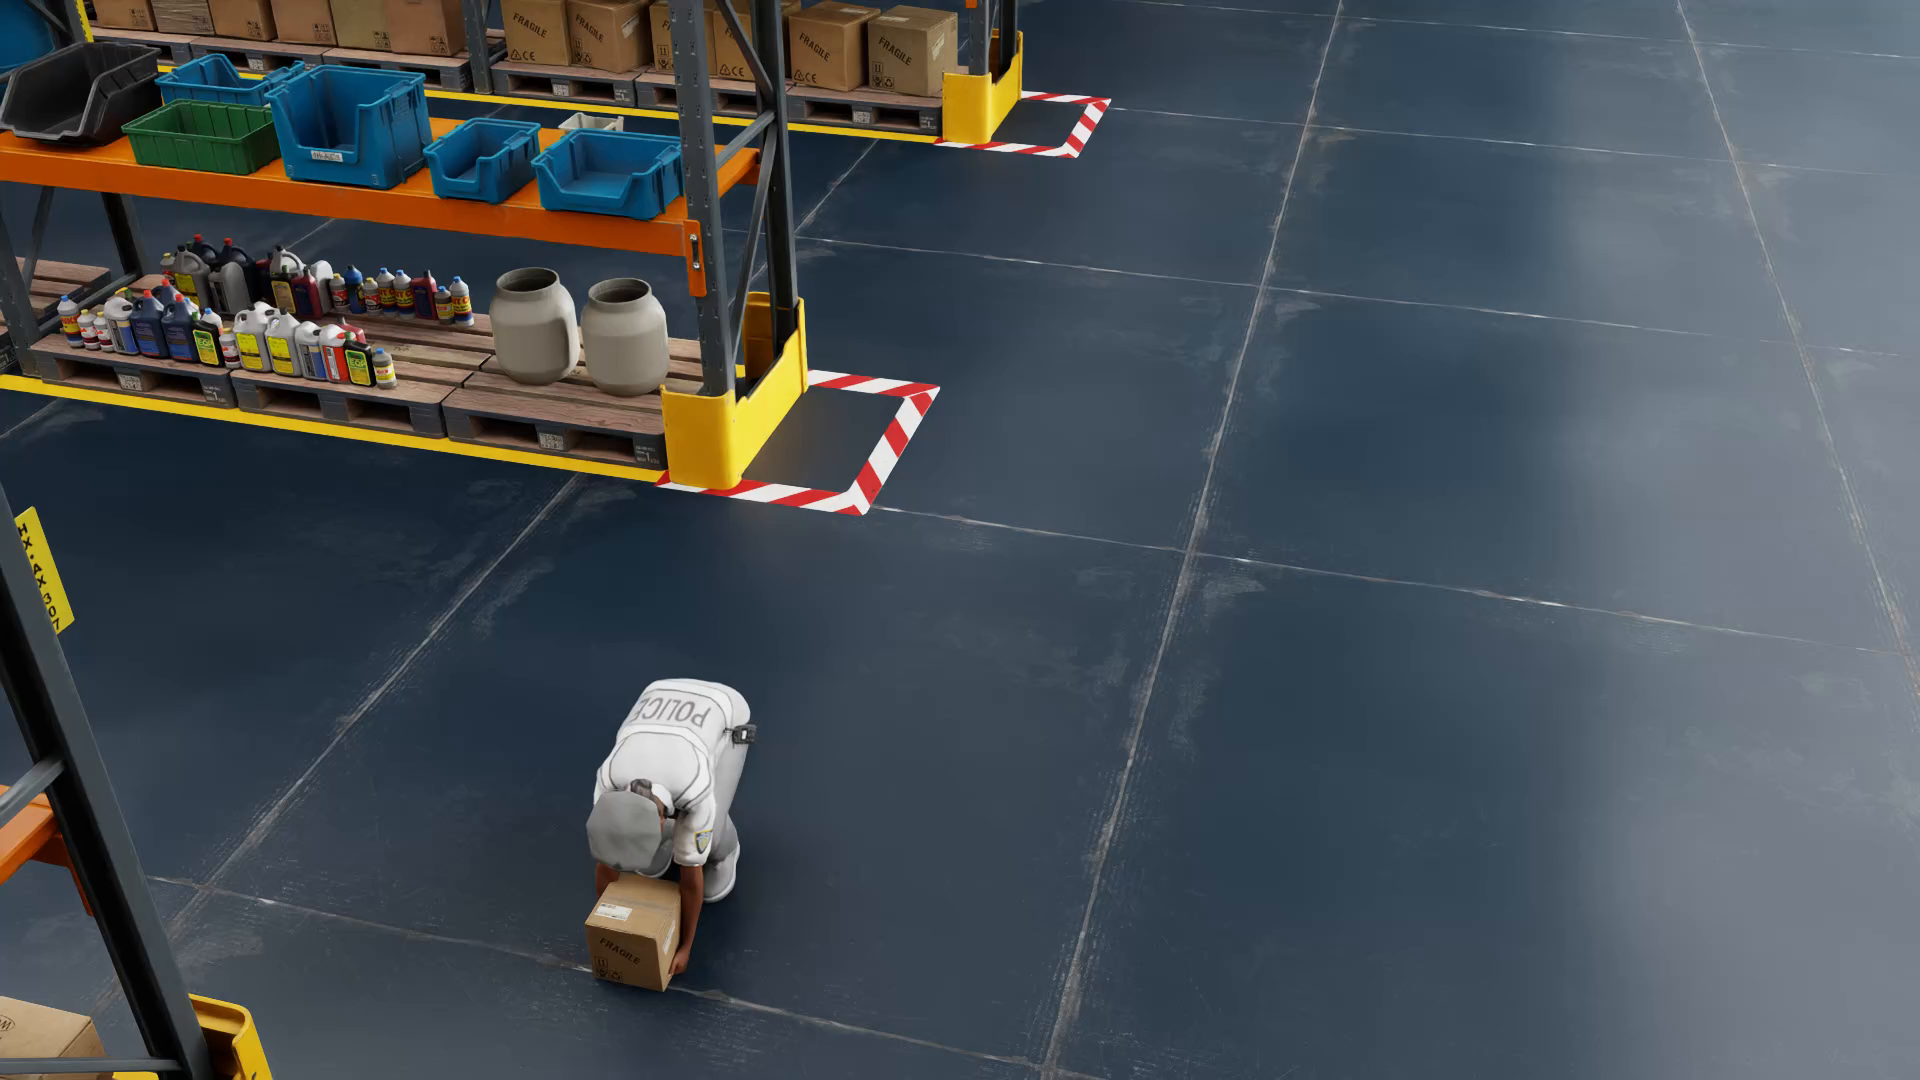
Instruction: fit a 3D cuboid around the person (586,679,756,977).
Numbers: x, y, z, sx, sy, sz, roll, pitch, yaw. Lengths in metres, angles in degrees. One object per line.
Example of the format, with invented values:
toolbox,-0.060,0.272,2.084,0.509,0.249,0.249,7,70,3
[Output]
person,-0.980,0.920,5.574,0.450,0.768,0.924,7,34,11
